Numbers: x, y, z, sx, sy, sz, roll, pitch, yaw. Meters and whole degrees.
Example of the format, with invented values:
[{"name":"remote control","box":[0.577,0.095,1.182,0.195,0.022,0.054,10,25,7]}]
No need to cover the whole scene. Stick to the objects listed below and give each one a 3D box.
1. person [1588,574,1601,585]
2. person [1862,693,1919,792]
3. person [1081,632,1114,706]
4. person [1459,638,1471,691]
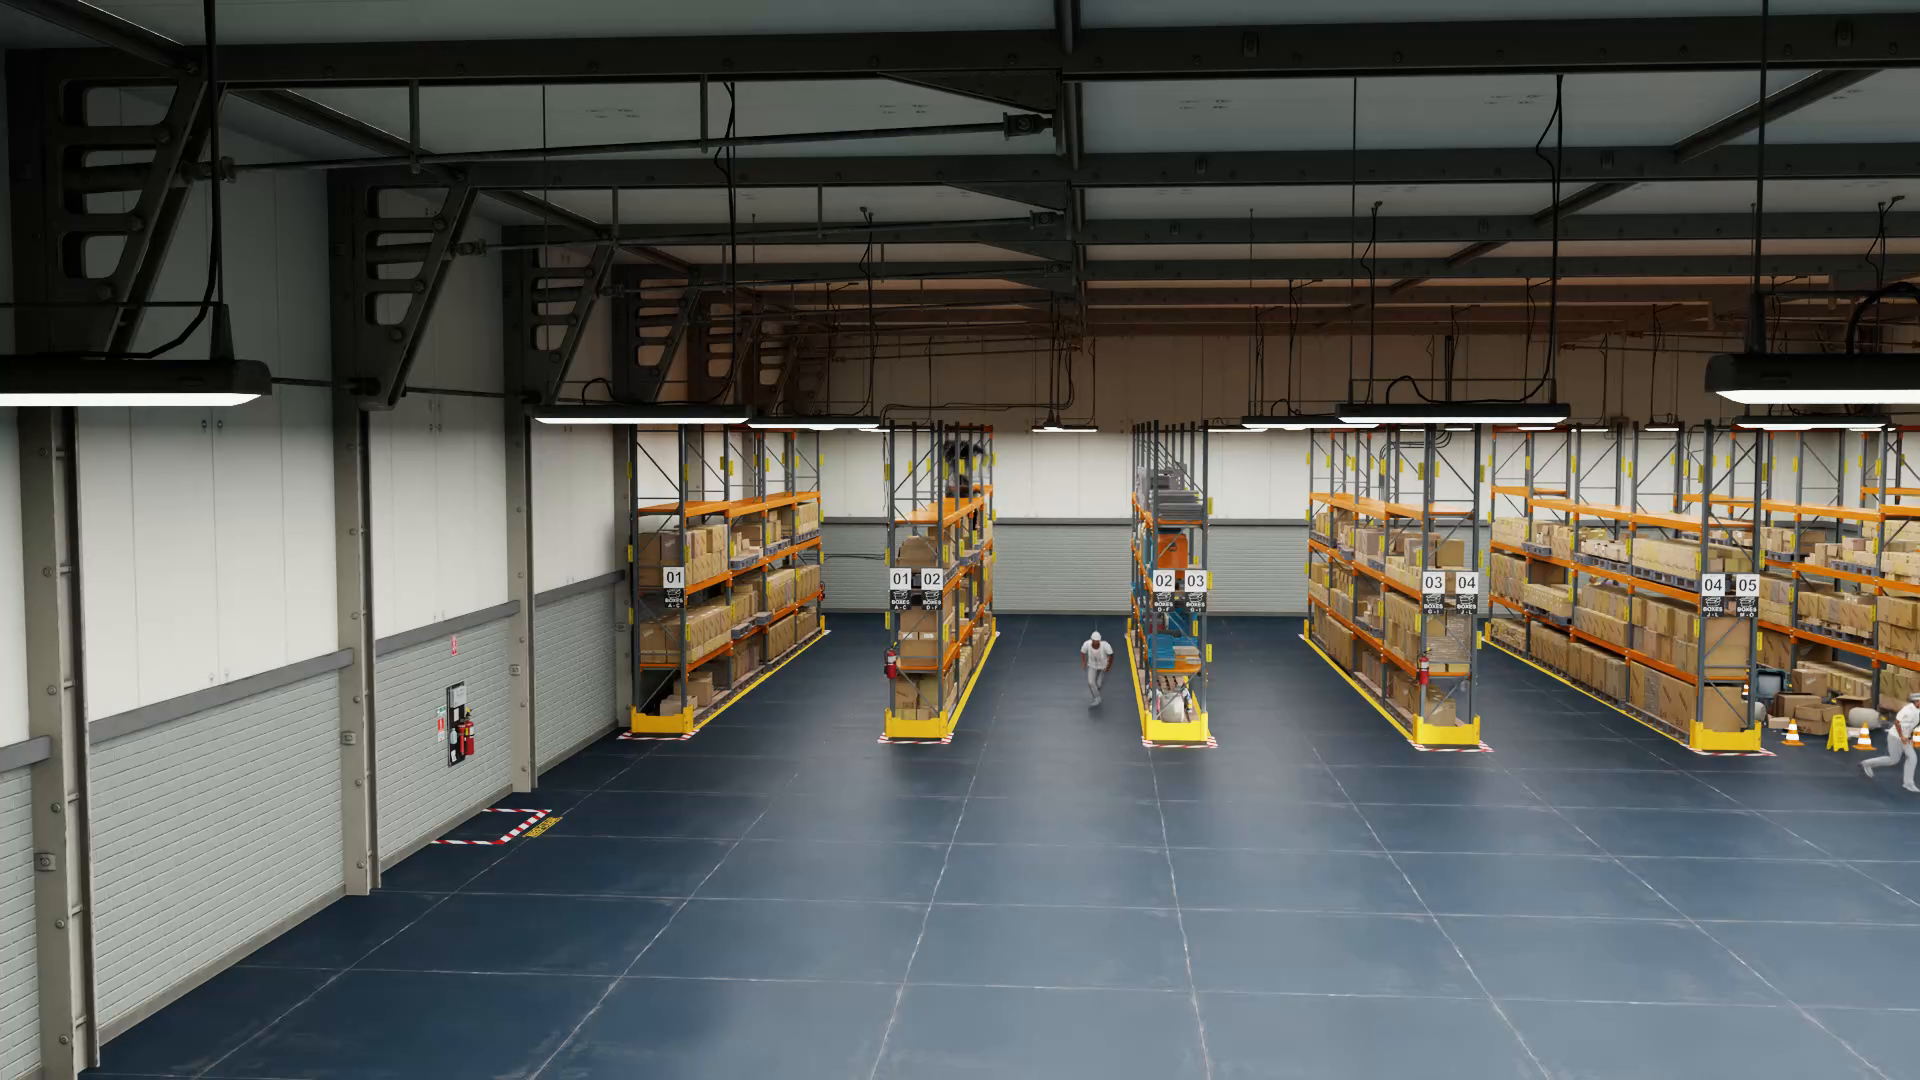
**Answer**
[{"name":"person","box":[18.312,1.818,48.097,0.791,1.733,0.714,-1,4,-16]},{"name":"person","box":[15.168,3.240,26.986,0.927,1.627,0.587,3,5,41]},{"name":"person","box":[2.930,2.707,35.349,0.707,1.596,1.058,1,4,11]},{"name":"person","box":[11.400,2.474,37.635,0.608,1.817,1.076,0,4,2]}]
